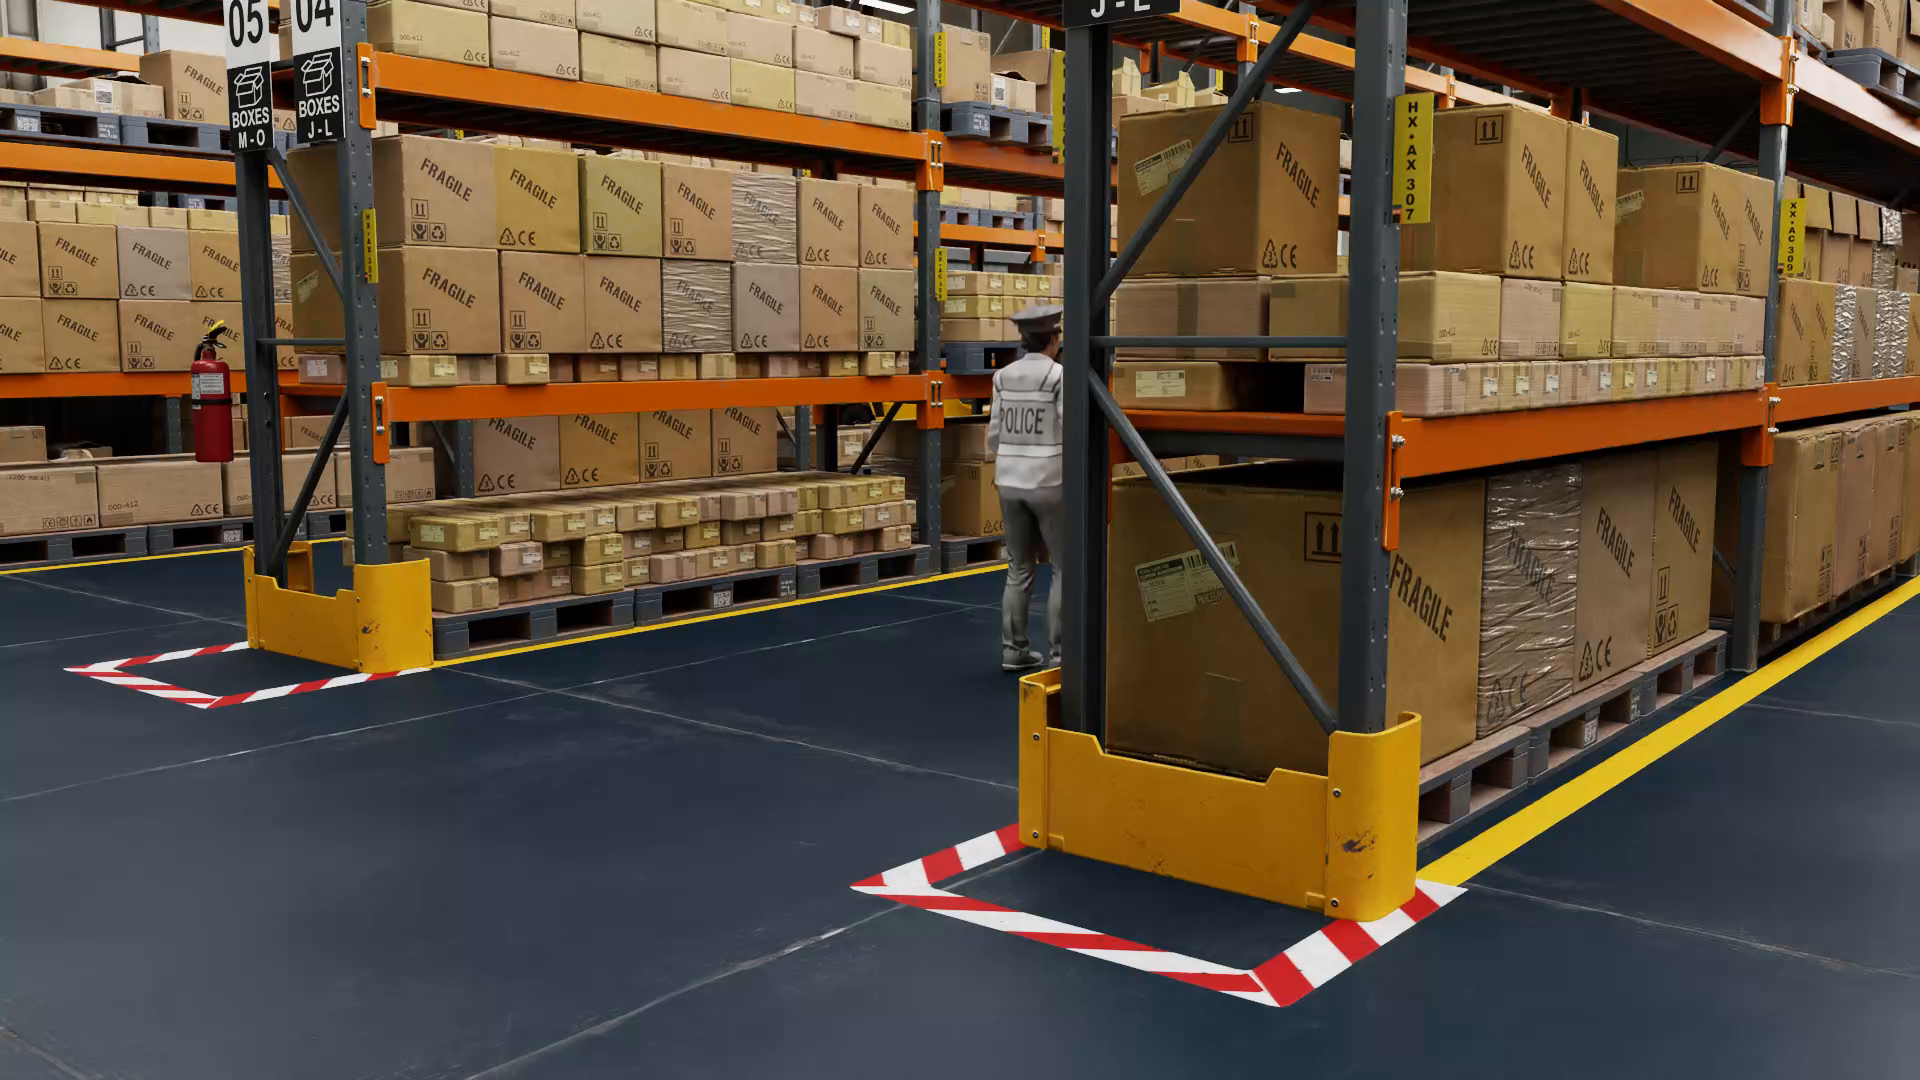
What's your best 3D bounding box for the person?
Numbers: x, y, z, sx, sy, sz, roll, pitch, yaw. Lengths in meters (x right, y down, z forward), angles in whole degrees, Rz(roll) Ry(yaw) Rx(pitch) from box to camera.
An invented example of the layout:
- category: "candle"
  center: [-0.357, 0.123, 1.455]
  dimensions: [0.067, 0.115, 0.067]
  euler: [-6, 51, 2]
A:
- category: "person"
  center: [0.359, -0.225, 7.562]
  dimensions: [0.505, 1.677, 0.360]
  euler: [5, 9, 37]
